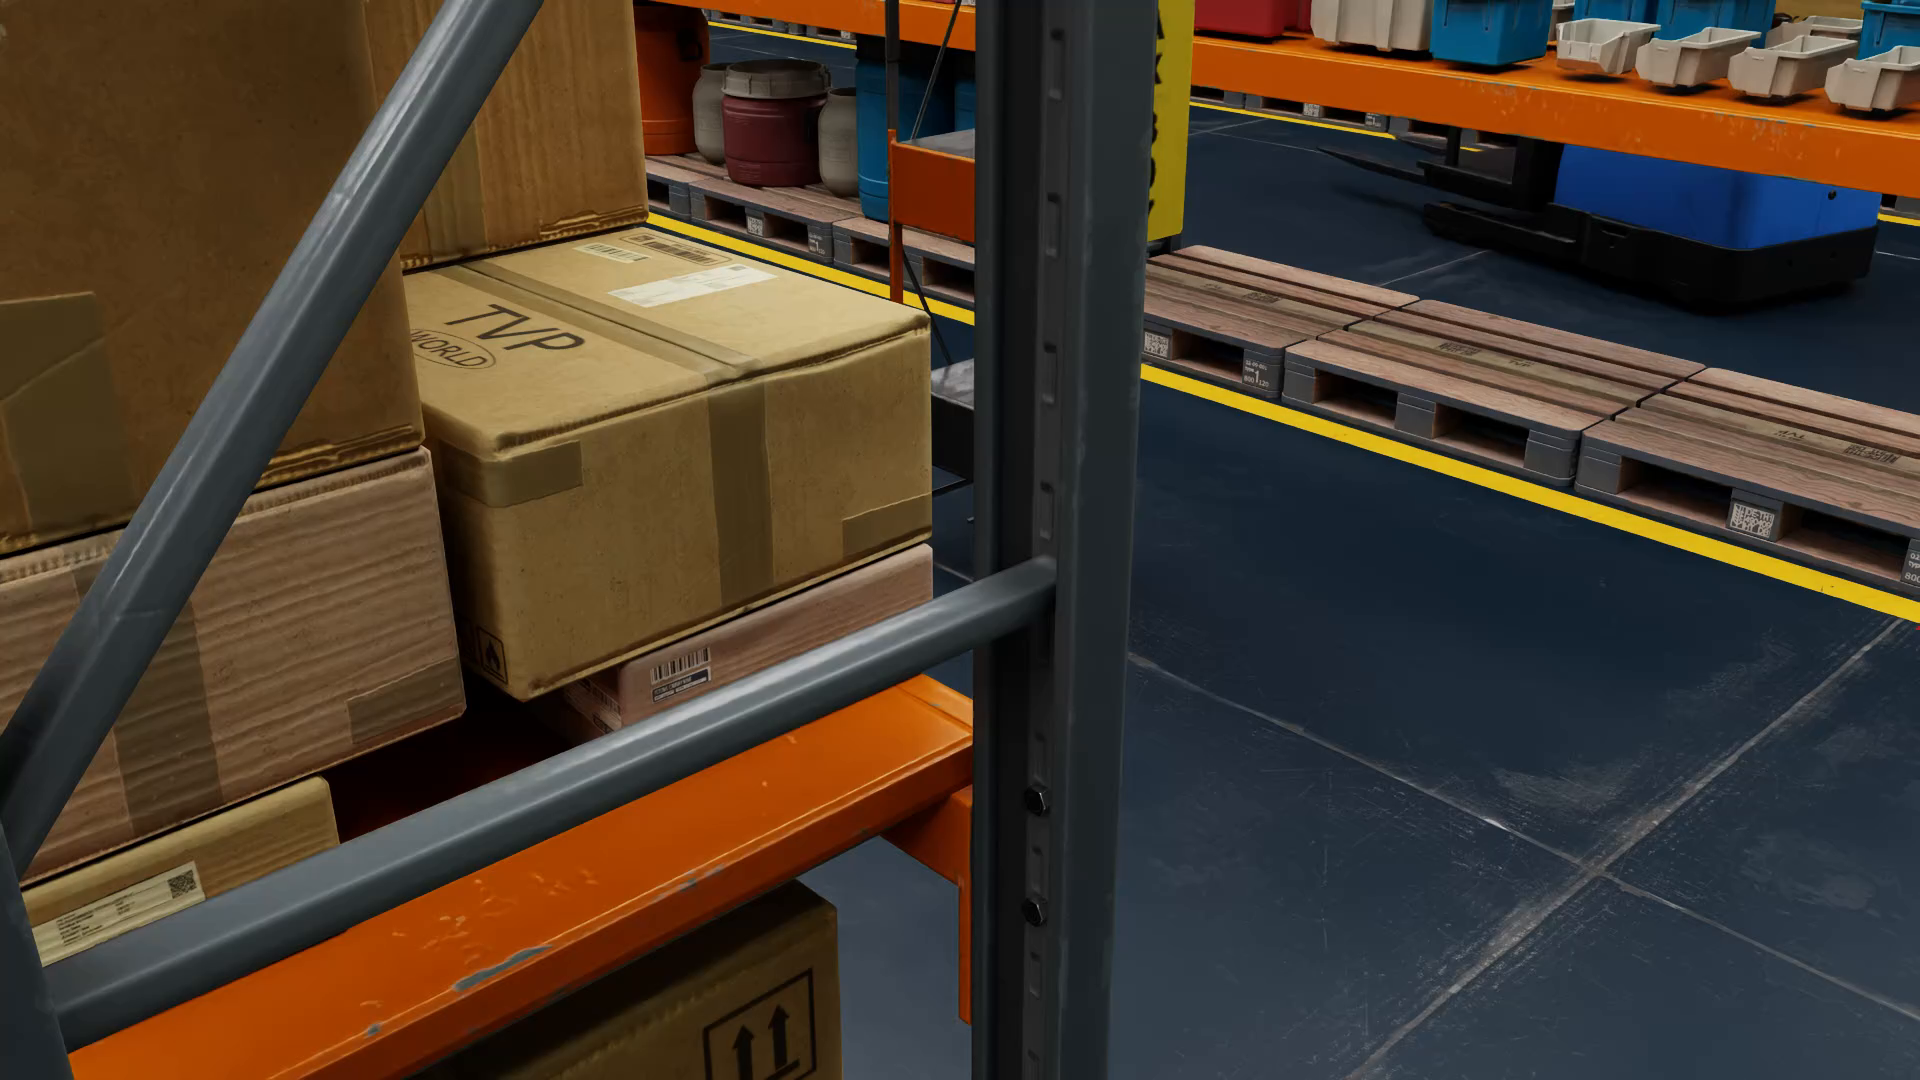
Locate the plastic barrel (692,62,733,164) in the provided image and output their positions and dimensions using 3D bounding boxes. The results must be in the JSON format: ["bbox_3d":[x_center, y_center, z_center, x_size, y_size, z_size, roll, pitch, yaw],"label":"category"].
[{"bbox_3d":[-1.302,-2.424,9.442,0.421,0.512,0.421,0,25,0],"label":"plastic barrel"}]

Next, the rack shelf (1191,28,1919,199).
[{"bbox_3d":[2.001,-1.509,5.811,1.077,0.370,4.000,-21,32,-38],"label":"rack shelf"}]

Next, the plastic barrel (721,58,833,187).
[{"bbox_3d":[-0.981,-2.263,8.996,0.600,0.588,0.708,-21,32,-38],"label":"plastic barrel"}]

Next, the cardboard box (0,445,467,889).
[{"bbox_3d":[-0.772,0.036,1.380,0.500,0.250,0.500,-22,32,-39],"label":"cardboard box"}]

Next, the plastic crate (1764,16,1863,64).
[{"bbox_3d":[2.817,-1.632,5.460,0.250,0.136,0.298,-21,32,-38],"label":"plastic crate"}]

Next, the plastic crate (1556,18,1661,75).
[{"bbox_3d":[2.067,-1.587,5.361,0.298,0.136,0.250,-21,32,-38],"label":"plastic crate"}]

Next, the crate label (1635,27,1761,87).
[{"bbox_3d":[2.283,-1.503,5.176,0.396,0.136,0.243,-21,32,-38],"label":"crate label"}]

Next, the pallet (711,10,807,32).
[{"bbox_3d":[-1.728,-5.255,16.514,1.003,0.211,1.213,-21,32,-38],"label":"pallet"}]

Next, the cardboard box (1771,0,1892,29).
[{"bbox_3d":[7.327,-4.626,13.860,0.750,0.750,0.750,-21,32,-38],"label":"cardboard box"}]

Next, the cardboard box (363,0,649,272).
[{"bbox_3d":[-0.720,-0.607,1.886,0.500,0.500,0.500,-22,33,-40],"label":"cardboard box"}]

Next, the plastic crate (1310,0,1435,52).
[{"bbox_3d":[1.543,-1.901,5.874,0.437,0.282,0.530,-21,32,-38],"label":"plastic crate"}]

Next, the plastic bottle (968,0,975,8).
[{"bbox_3d":[0.129,-2.414,7.076,0.152,0.276,0.135,-21,32,-38],"label":"plastic bottle"}]

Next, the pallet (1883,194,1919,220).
[{"bbox_3d":[5.559,-2.000,9.379,1.003,0.211,1.213,-21,32,-38],"label":"pallet"}]

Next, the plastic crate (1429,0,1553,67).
[{"bbox_3d":[1.777,-1.731,5.560,0.416,0.233,0.300,-21,32,-38],"label":"plastic crate"}]

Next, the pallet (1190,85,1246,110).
[{"bbox_3d":[2.001,-3.553,12.784,1.003,0.211,1.213,-21,32,-38],"label":"pallet"}]

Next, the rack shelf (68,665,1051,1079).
[{"bbox_3d":[-1.614,-0.104,2.731,1.077,0.370,4.000,-21,32,-38],"label":"rack shelf"}]

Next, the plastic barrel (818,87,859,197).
[{"bbox_3d":[-0.530,-2.082,8.692,0.421,0.512,0.421,0,25,0],"label":"plastic barrel"}]

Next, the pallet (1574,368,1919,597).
[{"bbox_3d":[2.833,-0.223,5.484,1.003,0.211,1.213,-21,32,-38],"label":"pallet"}]

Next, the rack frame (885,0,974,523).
[{"bbox_3d":[-0.054,-0.979,4.866,0.400,2.100,0.015,-21,32,-38],"label":"rack frame"}]

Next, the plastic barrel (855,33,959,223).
[{"bbox_3d":[-0.209,-2.063,8.181,0.600,0.901,0.708,-21,32,-38],"label":"plastic barrel"}]

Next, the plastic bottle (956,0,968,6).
[{"bbox_3d":[0.030,-2.407,7.152,0.097,0.201,0.097,0,25,0],"label":"plastic bottle"}]

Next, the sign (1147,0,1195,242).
[{"bbox_3d":[0.162,-0.411,1.399,0.100,0.325,0.005,-21,32,-38],"label":"sign"}]

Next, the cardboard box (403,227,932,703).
[{"bbox_3d":[-0.378,-0.115,1.710,0.500,0.250,0.500,-22,33,-40],"label":"cardboard box"}]

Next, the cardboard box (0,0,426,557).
[{"bbox_3d":[-0.772,-0.307,1.227,0.500,0.500,0.500,-21,32,-38],"label":"cardboard box"}]

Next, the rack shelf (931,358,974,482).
[{"bbox_3d":[0.113,-0.256,5.000,0.431,0.518,0.480,-21,32,-38],"label":"rack shelf"}]

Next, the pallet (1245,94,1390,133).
[{"bbox_3d":[2.831,-3.183,11.974,1.003,0.211,1.213,-21,32,-38],"label":"pallet"}]

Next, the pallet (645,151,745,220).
[{"bbox_3d":[-1.531,-2.159,9.728,1.003,0.211,1.213,-21,32,-38],"label":"pallet"}]

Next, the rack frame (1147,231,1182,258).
[{"bbox_3d":[0.634,-2.443,6.990,1.000,3.000,0.127,-21,32,-38],"label":"rack frame"}]

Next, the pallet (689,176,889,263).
[{"bbox_3d":[-0.701,-1.789,8.918,1.003,0.211,1.213,-21,32,-38],"label":"pallet"}]

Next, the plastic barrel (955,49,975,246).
[{"bbox_3d":[0.275,-1.849,7.710,0.600,0.901,0.708,-21,32,-38],"label":"plastic barrel"}]

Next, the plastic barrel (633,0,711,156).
[{"bbox_3d":[-1.753,-2.715,9.695,0.600,0.830,0.708,-21,32,-38],"label":"plastic barrel"}]

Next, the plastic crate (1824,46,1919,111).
[{"bbox_3d":[2.679,-1.334,4.805,0.396,0.136,0.243,-21,32,-38],"label":"plastic crate"}]

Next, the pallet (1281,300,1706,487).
[{"bbox_3d":[2.003,-0.592,6.294,1.003,0.211,1.213,-21,32,-38],"label":"pallet"}]

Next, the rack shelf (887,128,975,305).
[{"bbox_3d":[0.113,-0.893,4.710,0.431,0.518,0.480,-21,32,-38],"label":"rack shelf"}]

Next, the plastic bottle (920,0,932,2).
[{"bbox_3d":[-0.121,-2.524,7.319,0.152,0.276,0.135,-21,32,-38],"label":"plastic bottle"}]

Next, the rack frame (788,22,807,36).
[{"bbox_3d":[-1.215,-6.270,15.381,1.000,3.000,0.127,-21,32,-38],"label":"rack frame"}]

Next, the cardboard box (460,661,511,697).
[{"bbox_3d":[-0.425,0.010,1.916,0.380,0.149,0.250,-22,32,-39],"label":"cardboard box"}]

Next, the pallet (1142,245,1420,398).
[{"bbox_3d":[1.165,-0.962,7.105,1.003,0.211,1.213,-21,32,-38],"label":"pallet"}]

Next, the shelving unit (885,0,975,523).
[{"bbox_3d":[0.113,-0.905,4.704,0.431,2.100,0.503,-21,32,-38],"label":"shelving unit"}]

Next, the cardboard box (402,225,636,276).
[{"bbox_3d":[-0.738,-0.270,2.051,0.500,0.250,0.500,-22,32,-39],"label":"cardboard box"}]

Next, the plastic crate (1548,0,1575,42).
[{"bbox_3d":[2.044,-1.908,6.063,0.293,0.136,0.466,-21,32,-38],"label":"plastic crate"}]

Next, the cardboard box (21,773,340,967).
[{"bbox_3d":[-0.731,0.274,1.337,0.380,0.149,0.250,-20,32,-38],"label":"cardboard box"}]

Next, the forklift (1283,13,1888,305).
[{"bbox_3d":[3.047,-2.926,8.133,1.130,2.935,3.031,-18,30,-34],"label":"forklift"}]

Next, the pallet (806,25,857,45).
[{"bbox_3d":[-0.683,-4.790,15.494,1.003,0.211,1.213,-21,32,-38],"label":"pallet"}]

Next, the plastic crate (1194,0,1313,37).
[{"bbox_3d":[1.061,-2.157,6.215,0.402,0.464,0.583,-21,32,-38],"label":"plastic crate"}]

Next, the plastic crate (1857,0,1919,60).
[{"bbox_3d":[2.990,-1.549,5.162,0.416,0.233,0.300,-21,32,-38],"label":"plastic crate"}]

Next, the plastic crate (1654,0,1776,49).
[{"bbox_3d":[2.540,-1.749,5.599,0.416,0.233,0.300,-21,32,-38],"label":"plastic crate"}]

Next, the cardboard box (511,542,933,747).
[{"bbox_3d":[-0.249,0.088,1.747,0.380,0.149,0.250,-21,32,-38],"label":"cardboard box"}]

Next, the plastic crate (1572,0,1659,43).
[{"bbox_3d":[2.335,-1.840,5.798,0.416,0.233,0.300,-21,32,-38],"label":"plastic crate"}]

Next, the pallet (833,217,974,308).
[{"bbox_3d":[0.137,-1.419,8.107,1.003,0.211,1.213,-21,32,-38],"label":"pallet"}]

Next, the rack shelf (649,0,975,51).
[{"bbox_3d":[-0.733,-2.721,8.468,1.077,0.370,4.000,-21,32,-38],"label":"rack shelf"}]

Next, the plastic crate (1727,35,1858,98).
[{"bbox_3d":[2.491,-1.426,5.006,0.396,0.136,0.243,-21,32,-38],"label":"plastic crate"}]

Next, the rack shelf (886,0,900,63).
[{"bbox_3d":[0.113,-1.530,4.419,0.431,0.518,0.480,-21,32,-38],"label":"rack shelf"}]

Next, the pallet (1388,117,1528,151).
[{"bbox_3d":[3.669,-2.814,11.163,1.003,0.211,1.213,-21,32,-38],"label":"pallet"}]

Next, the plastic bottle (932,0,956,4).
[{"bbox_3d":[-0.063,-2.474,7.200,0.061,0.283,0.133,-21,32,-38],"label":"plastic bottle"}]

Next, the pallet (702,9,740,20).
[{"bbox_3d":[-2.567,-5.624,17.324,1.003,0.211,1.213,-21,32,-38],"label":"pallet"}]

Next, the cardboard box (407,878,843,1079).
[{"bbox_3d":[-0.743,0.779,1.983,0.875,0.875,0.875,-21,32,-38],"label":"cardboard box"}]
